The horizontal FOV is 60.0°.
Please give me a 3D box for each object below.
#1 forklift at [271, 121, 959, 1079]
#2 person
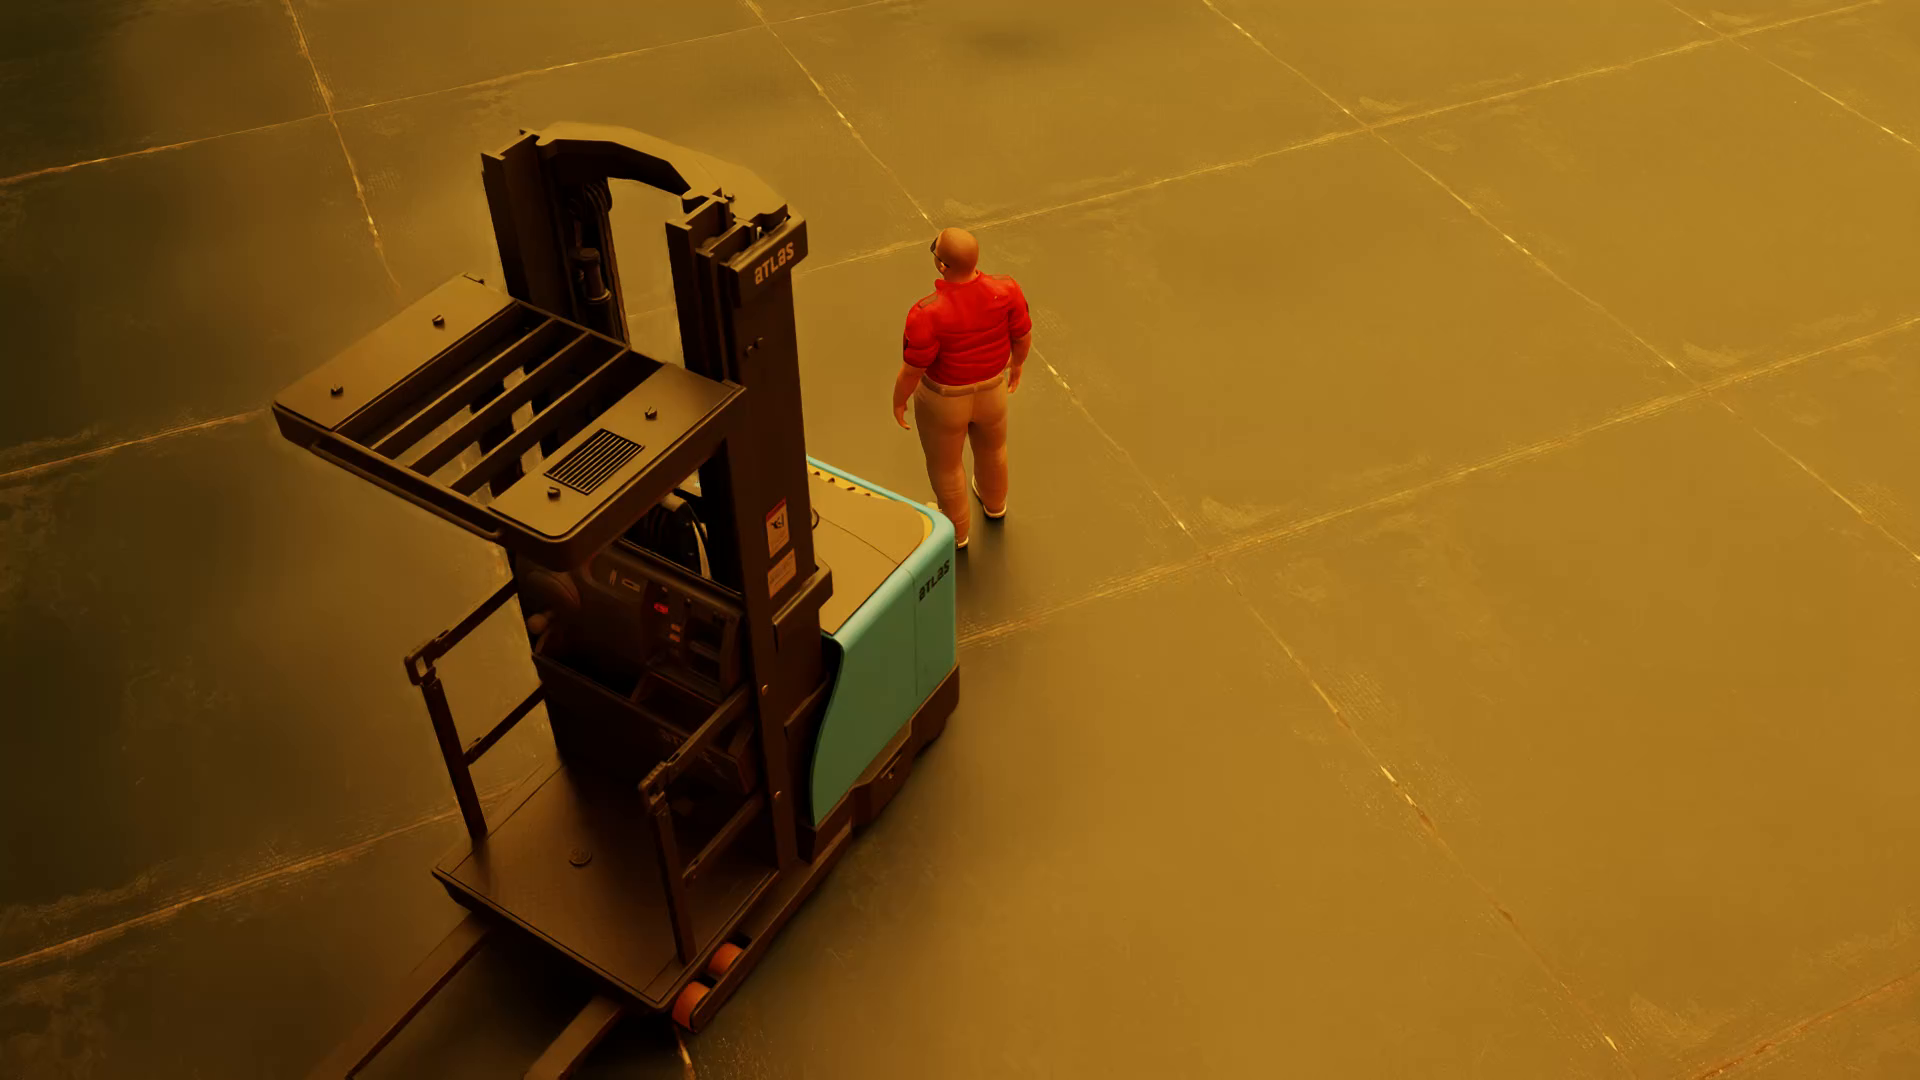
[{"bbox_3d":[-1.216,0.305,5.353,1.130,2.935,3.031,23,48,23],"label":"forklift"},{"bbox_3d":[-0.027,-0.697,7.296,0.641,1.727,0.550,-18,46,-18],"label":"person"}]
